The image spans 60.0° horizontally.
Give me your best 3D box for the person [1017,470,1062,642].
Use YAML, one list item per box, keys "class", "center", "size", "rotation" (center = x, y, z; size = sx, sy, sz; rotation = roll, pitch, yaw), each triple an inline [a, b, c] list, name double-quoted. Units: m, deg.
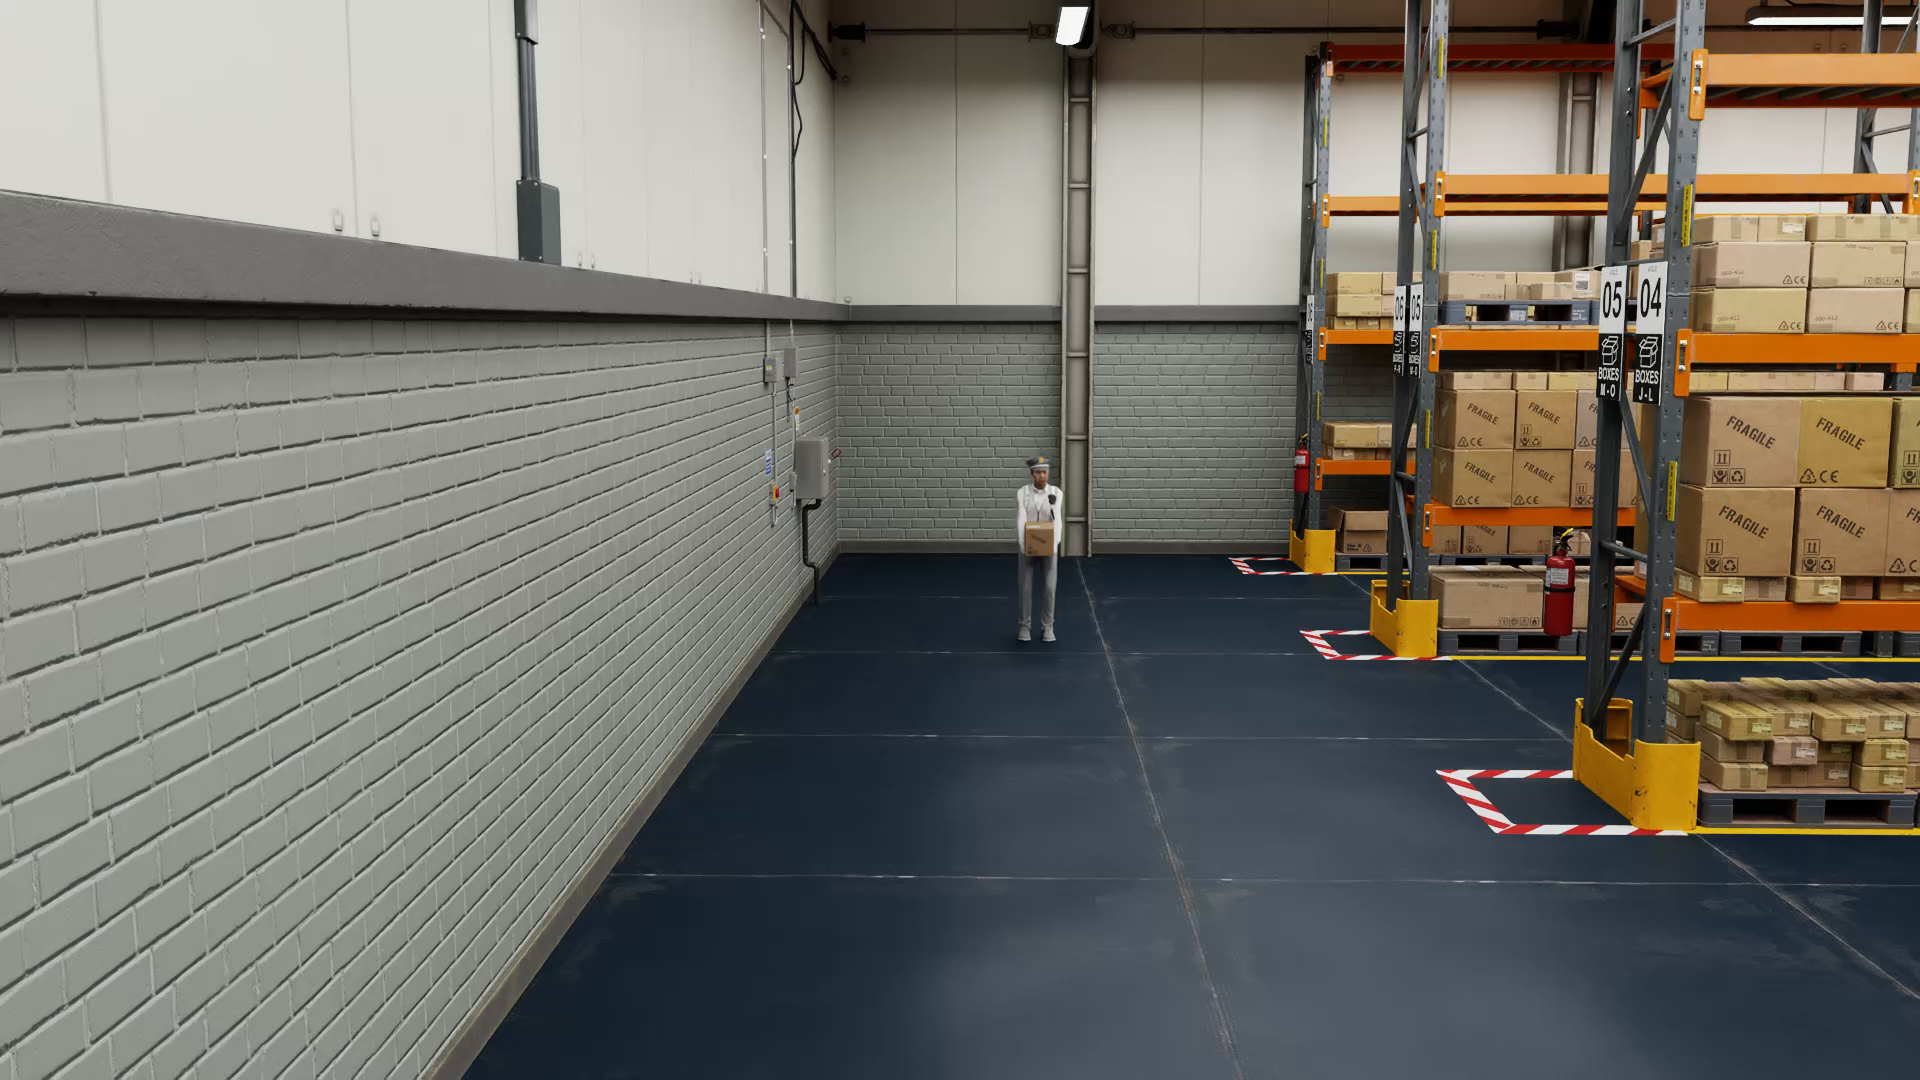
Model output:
- class: "person"
  center: [0.722, 0.097, 15.093]
  size: [0.416, 1.655, 0.522]
  rotation: [0, 7, 0]
